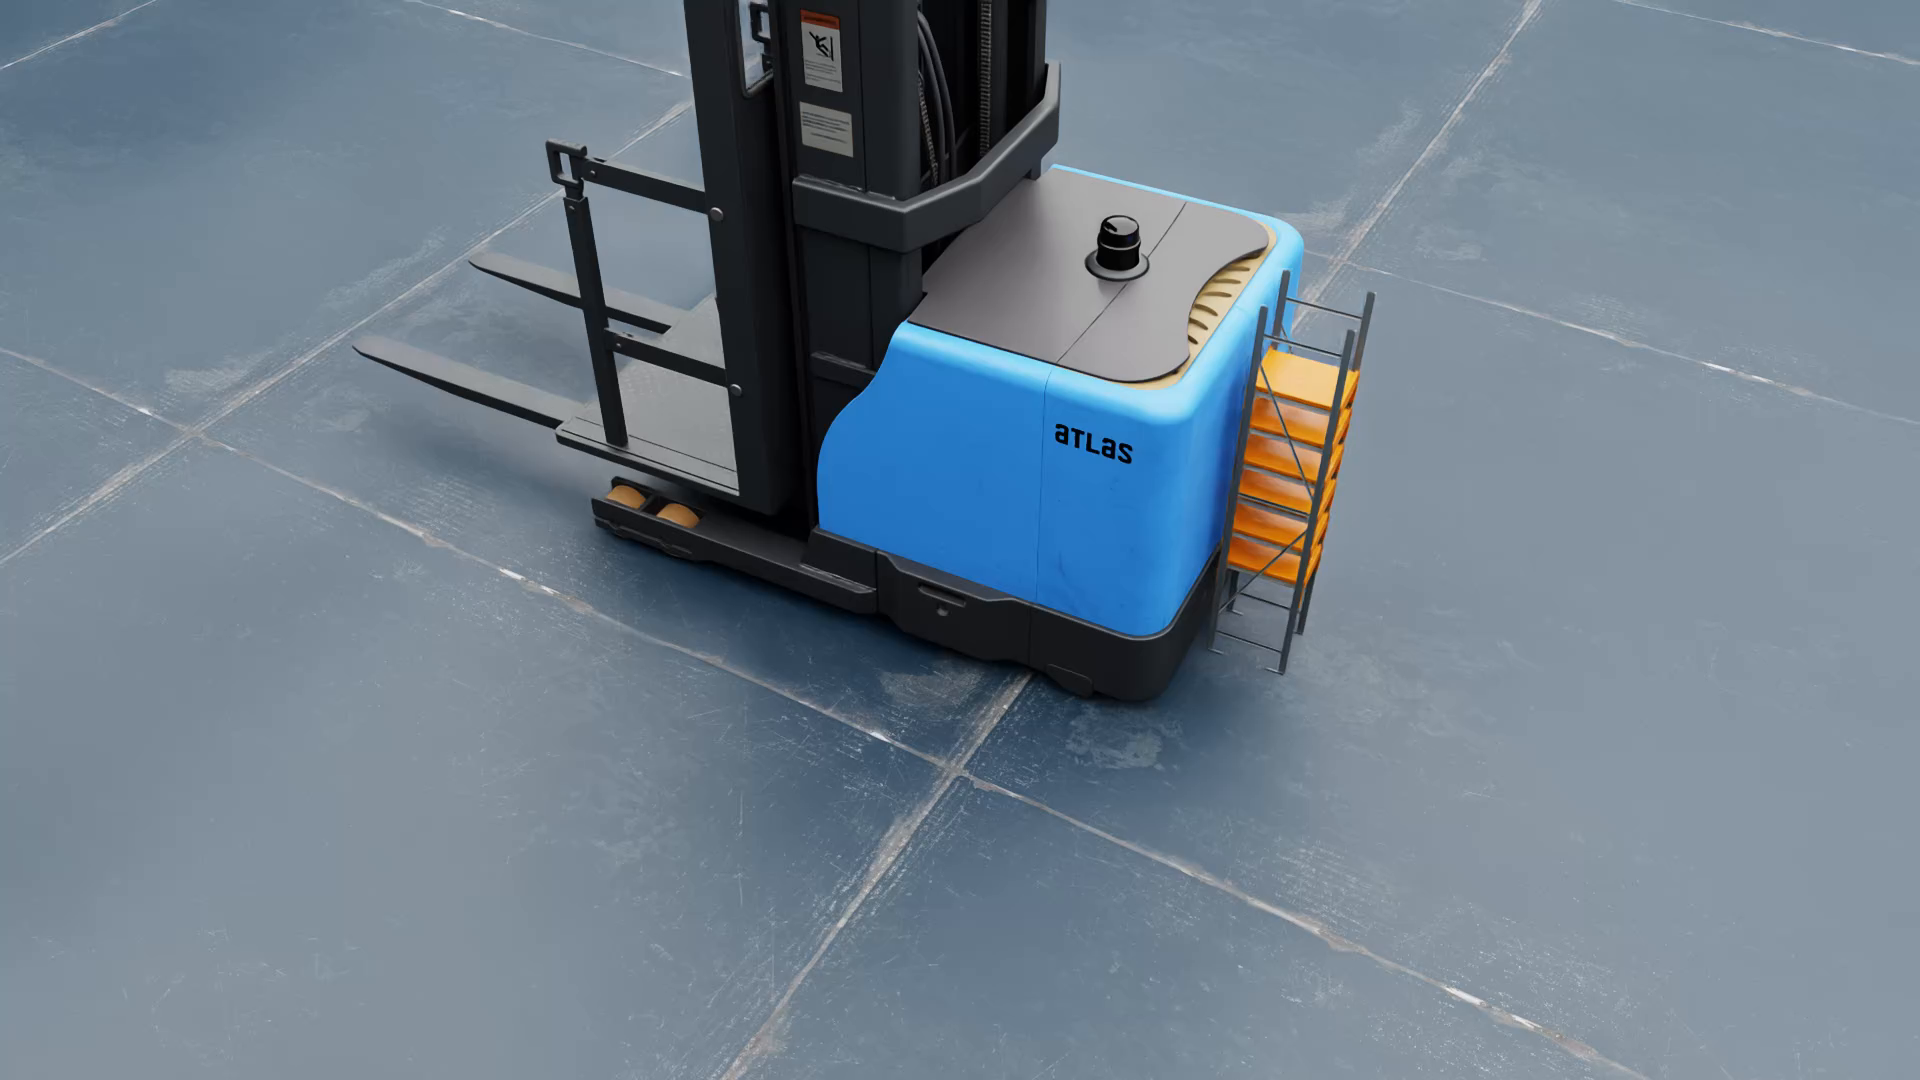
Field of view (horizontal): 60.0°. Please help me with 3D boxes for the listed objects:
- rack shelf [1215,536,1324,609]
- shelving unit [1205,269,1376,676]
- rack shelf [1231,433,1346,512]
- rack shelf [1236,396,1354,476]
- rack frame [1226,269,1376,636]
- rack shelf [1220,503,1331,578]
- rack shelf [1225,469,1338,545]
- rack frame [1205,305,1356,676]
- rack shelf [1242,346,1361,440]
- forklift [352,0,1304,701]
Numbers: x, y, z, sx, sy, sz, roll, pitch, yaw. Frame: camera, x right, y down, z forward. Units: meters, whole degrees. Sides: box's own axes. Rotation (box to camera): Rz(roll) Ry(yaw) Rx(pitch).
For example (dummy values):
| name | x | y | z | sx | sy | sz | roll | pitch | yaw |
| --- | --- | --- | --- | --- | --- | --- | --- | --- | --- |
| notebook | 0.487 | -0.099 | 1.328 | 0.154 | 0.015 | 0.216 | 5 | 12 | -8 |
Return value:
| name | x | y | z | sx | sy | sz | roll | pitch | yaw |
| --- | --- | --- | --- | --- | --- | --- | --- | --- | --- |
| rack shelf | 0.873 | 0.065 | 4.695 | 0.258 | 0.103 | 0.180 | 18 | 45 | 18 |
| shelving unit | 0.877 | -0.147 | 4.505 | 0.258 | 1.200 | 0.189 | 18 | 45 | 18 |
| rack shelf | 0.878 | -0.203 | 4.455 | 0.258 | 0.103 | 0.180 | 18 | 45 | 18 |
| rack shelf | 0.880 | -0.293 | 4.375 | 0.258 | 0.103 | 0.180 | 18 | 45 | 18 |
| rack frame | 0.917 | -0.201 | 4.567 | 0.240 | 1.200 | 0.006 | 18 | 45 | 18 |
| rack shelf | 0.875 | -0.024 | 4.615 | 0.258 | 0.103 | 0.180 | 18 | 45 | 18 |
| rack shelf | 0.876 | -0.114 | 4.535 | 0.258 | 0.103 | 0.180 | 18 | 45 | 18 |
| rack frame | 0.838 | -0.092 | 4.444 | 0.240 | 1.200 | 0.006 | 18 | 45 | 18 |
| rack shelf | 0.881 | -0.382 | 4.295 | 0.258 | 0.103 | 0.180 | 18 | 45 | 18 |
| forklift | -0.577 | -1.337 | 4.550 | 3.031 | 2.935 | 1.130 | 19 | 45 | 20 |
